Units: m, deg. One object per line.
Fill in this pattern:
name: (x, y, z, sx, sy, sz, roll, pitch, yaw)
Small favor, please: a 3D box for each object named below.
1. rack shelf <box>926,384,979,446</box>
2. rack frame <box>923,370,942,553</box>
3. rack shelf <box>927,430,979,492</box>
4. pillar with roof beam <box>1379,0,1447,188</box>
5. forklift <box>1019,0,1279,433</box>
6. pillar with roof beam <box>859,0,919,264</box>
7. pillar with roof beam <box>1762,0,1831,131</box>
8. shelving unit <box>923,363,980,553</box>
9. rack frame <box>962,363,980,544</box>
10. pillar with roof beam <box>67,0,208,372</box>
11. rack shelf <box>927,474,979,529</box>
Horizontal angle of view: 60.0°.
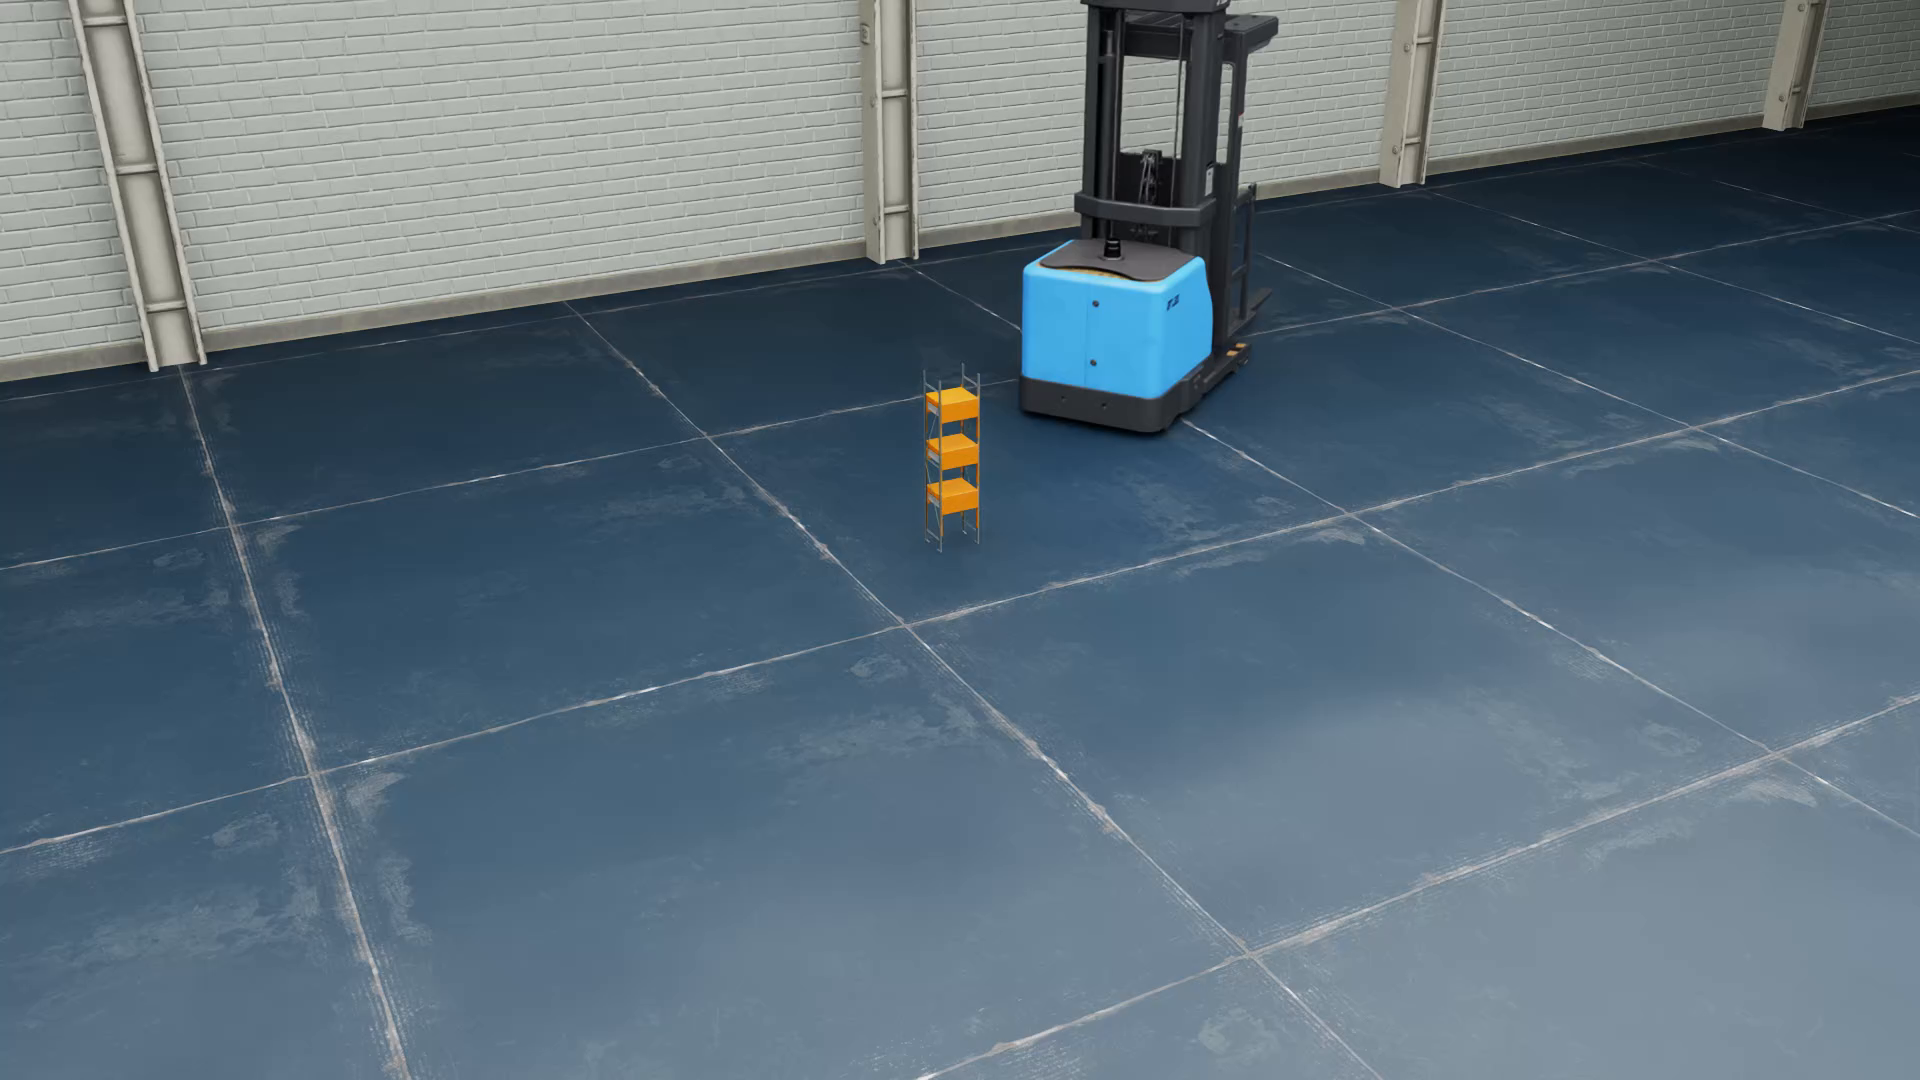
rack shelf: (-0.047, -0.709, 9.382, 0.240, 0.259, 0.215, -13, 29, -25)
rack frame: (-0.155, -0.438, 9.448, 0.008, 1.050, 0.200, -13, 29, -25)
rack shelf: (-0.047, -0.453, 9.505, 0.240, 0.259, 0.215, -13, 29, -25)
pillar with roof beam: (6.704, -6.204, 12.274, 0.400, 9.000, 9.100, -13, 29, -25)
forklift: (1.537, -2.641, 11.864, 1.130, 2.935, 3.031, 13, 28, 25)
pillar with roof beam: (1.410, -4.982, 9.729, 0.400, 9.000, 9.100, -13, 29, -25)
pillar with roof beam: (11.998, -7.426, 14.819, 0.400, 9.000, 9.100, -13, 29, -25)
shelving unit: (-0.047, -0.462, 9.500, 0.252, 1.050, 0.215, -13, 29, -25)
rack frame: (0.060, -0.487, 9.552, 0.008, 1.050, 0.200, -13, 29, -25)
pillar with roof beam: (-3.884, -3.760, 7.183, 0.400, 9.000, 9.100, -13, 29, -25)
rack shelf: (-0.047, -0.202, 9.625, 0.240, 0.259, 0.215, -13, 29, -25)
